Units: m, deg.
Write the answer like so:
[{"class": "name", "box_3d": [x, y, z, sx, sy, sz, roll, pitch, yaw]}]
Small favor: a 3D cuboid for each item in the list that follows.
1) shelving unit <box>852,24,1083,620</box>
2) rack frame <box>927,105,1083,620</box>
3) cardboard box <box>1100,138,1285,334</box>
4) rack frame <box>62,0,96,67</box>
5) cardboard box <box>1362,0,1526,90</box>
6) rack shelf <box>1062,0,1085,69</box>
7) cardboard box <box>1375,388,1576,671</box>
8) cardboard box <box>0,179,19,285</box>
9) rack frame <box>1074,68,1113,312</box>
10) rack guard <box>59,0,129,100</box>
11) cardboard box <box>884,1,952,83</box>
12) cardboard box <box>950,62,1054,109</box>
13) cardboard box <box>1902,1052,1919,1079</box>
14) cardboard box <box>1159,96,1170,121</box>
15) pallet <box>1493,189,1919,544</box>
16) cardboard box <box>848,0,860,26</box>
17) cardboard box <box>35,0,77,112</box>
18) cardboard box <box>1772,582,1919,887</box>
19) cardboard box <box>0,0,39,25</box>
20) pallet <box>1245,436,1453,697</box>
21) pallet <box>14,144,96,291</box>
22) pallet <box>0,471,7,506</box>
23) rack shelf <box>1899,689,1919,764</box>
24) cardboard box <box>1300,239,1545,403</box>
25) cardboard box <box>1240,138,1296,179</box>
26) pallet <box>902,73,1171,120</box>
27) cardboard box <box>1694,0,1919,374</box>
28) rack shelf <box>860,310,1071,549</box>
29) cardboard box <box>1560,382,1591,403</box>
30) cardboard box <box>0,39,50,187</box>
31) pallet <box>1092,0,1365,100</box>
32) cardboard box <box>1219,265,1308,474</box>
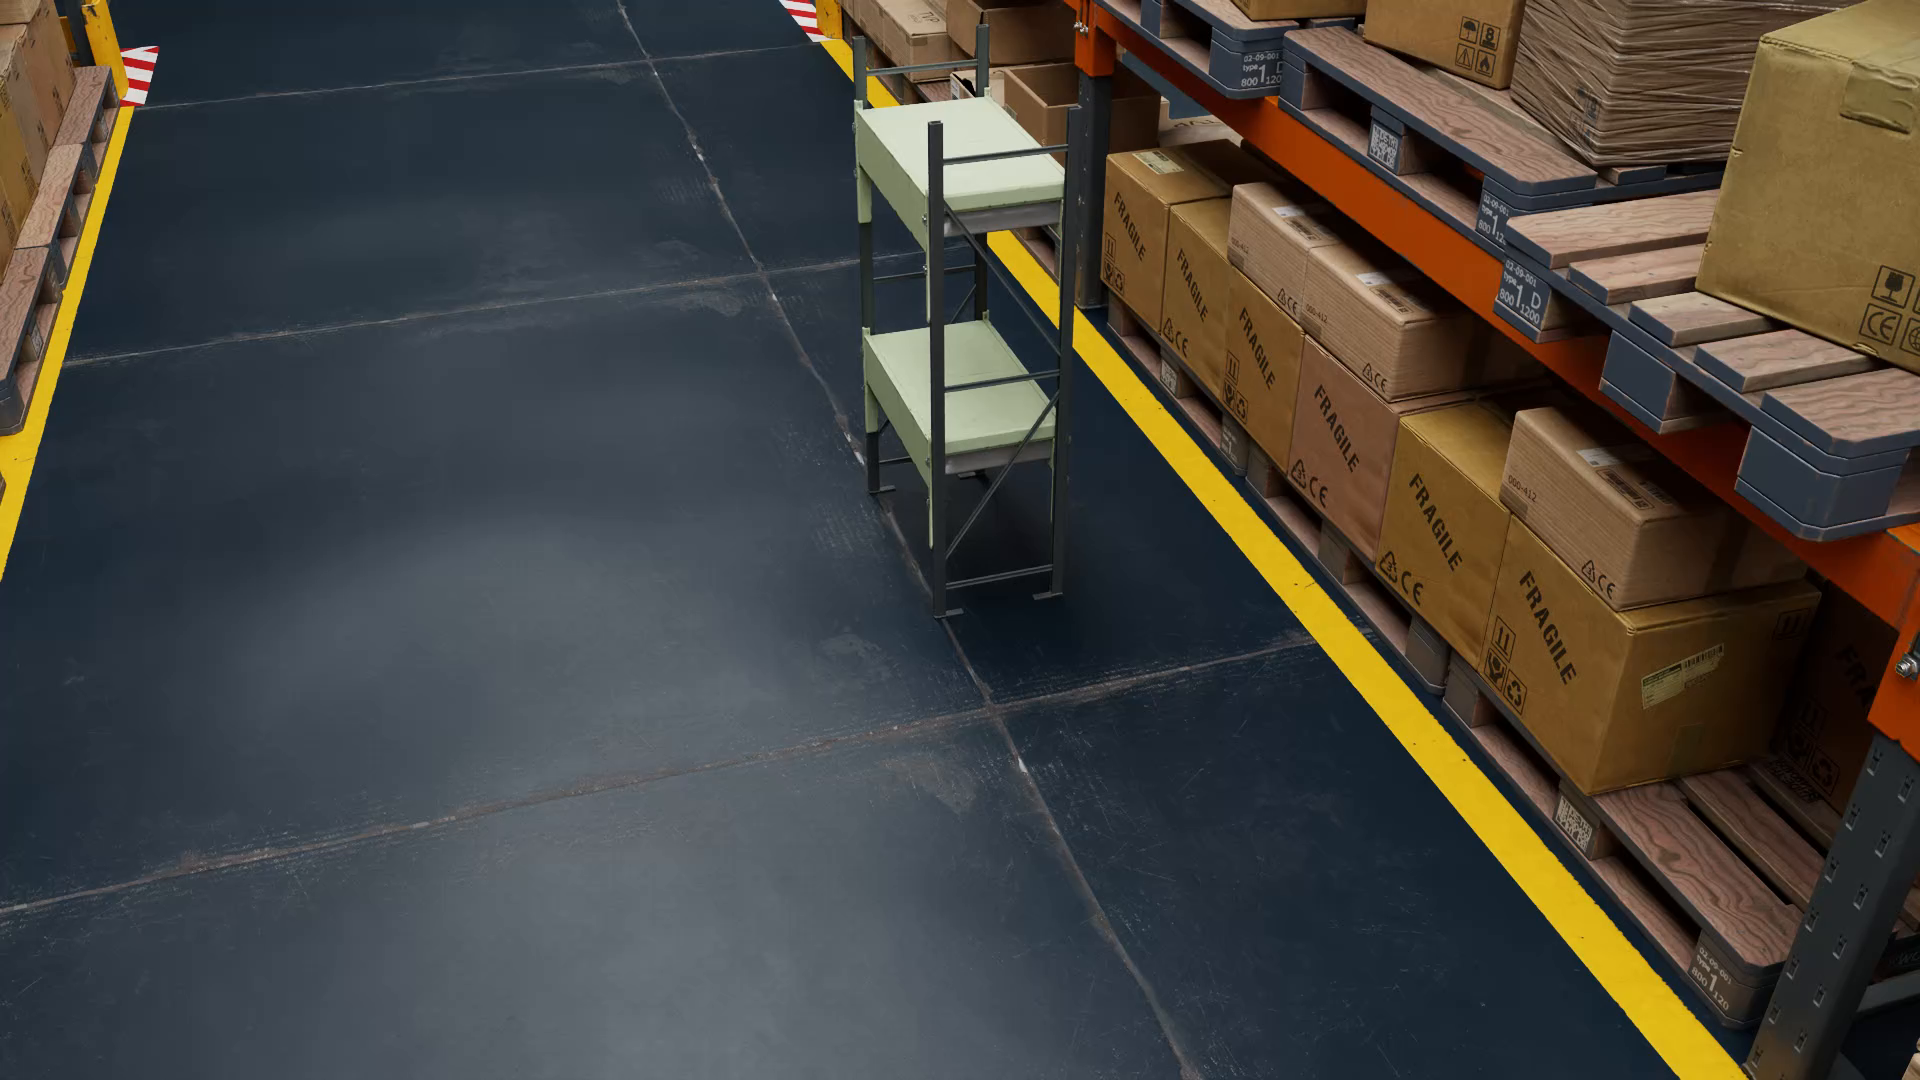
[{"class": "shelving unit", "box_3d": [0.002, -0.622, 4.831, 0.431, 1.500, 0.755, -10, 35, -15]}, {"class": "rack frame", "box_3d": [0.114, -0.430, 4.540, 0.400, 1.500, 0.023, -10, 35, -15]}, {"class": "cardboard box", "box_3d": [0.854, -1.121, 6.094, 0.500, 0.500, 0.500, -12, 35, -17]}, {"class": "rack frame", "box_3d": [-4.998, -3.541, 7.887, 1.000, 3.000, 0.127, -10, 35, -15]}, {"class": "cardboard box", "box_3d": [1.537, -1.575, 4.441, 0.700, 0.500, 0.500, -19, 38, -27]}, {"class": "rack shelf", "box_3d": [0.329, -3.025, 7.760, 1.077, 0.370, 4.000, -10, 35, -15]}, {"class": "cardboard box", "box_3d": [1.493, -0.039, 4.457, 0.500, 0.500, 0.500, -11, 35, -16]}, {"class": "cardboard box", "box_3d": [-4.058, -1.247, 6.303, 0.700, 0.500, 0.500, -10, 35, -15]}, {"class": "rack frame", "box_3d": [0.939, -2.276, 5.973, 1.000, 3.000, 0.127, -10, 35, -15]}, {"class": "rack guard", "box_3d": [-5.005, -2.510, 8.596, 1.175, 0.500, 0.348, -10, 35, -15]}, {"class": "cardboard box", "box_3d": [-0.081, -2.554, 8.489, 0.500, 0.250, 0.500, -10, 35, -15]}, {"class": "cardboard box", "box_3d": [0.266, -1.983, 7.569, 0.500, 0.311, 0.500, -10, 35, -15]}, {"class": "cardboard box", "box_3d": [2.039, 1.121, 2.946, 0.500, 0.250, 0.500, -10, 35, -15]}, {"class": "cardboard box", "box_3d": [0.743, -1.986, 7.706, 0.380, 0.166, 0.250, -10, 35, -15]}, {"class": "pallet", "box_3d": [1.885, -0.439, 3.368, 1.213, 0.211, 1.003, -10, 35, -15]}, {"class": "cardboard box", "box_3d": [-0.405, -2.968, 9.192, 0.380, 0.166, 0.250, -10, 35, -15]}, {"class": "cardboard box", "box_3d": [-4.689, -2.322, 7.930, 0.700, 0.500, 0.500, -10, 35, -15]}, {"class": "cardboard box", "box_3d": [2.292, 0.397, 3.797, 0.500, 0.500, 0.500, -9, 34, -13]}, {"class": "cardboard box", "box_3d": [-4.398, -2.422, 7.493, 0.380, 0.149, 0.250, -9, 35, -13]}, {"class": "pallet", "box_3d": [1.599, -0.050, 5.134, 1.003, 0.211, 1.213, -10, 35, -15]}, {"class": "pallet", "box_3d": [-4.311, -1.331, 7.073, 1.003, 0.211, 1.213, -10, 35, -15]}, {"class": "pallet", "box_3d": [-3.470, 0.115, 4.884, 1.003, 0.211, 1.213, -10, 35, -15]}, {"class": "rack shelf", "box_3d": [2.769, 1.175, 1.404, 1.077, 0.370, 4.000, -10, 35, -15]}, {"class": "cardboard box", "box_3d": [1.313, -0.646, 4.695, 0.500, 0.250, 0.500, -11, 35, -16]}, {"class": "cardboard box", "box_3d": [1.362, -1.205, 6.222, 0.500, 0.500, 0.500, -10, 35, -15]}, {"class": "pallet", "box_3d": [0.354, -2.114, 8.259, 1.003, 0.211, 1.213, -10, 35, -15]}, {"class": "cardboard box", "box_3d": [1.860, -0.704, 3.123, 0.700, 0.500, 0.500, -23, 40, -30]}, {"class": "rack shelf", "box_3d": [0.002, -0.350, 5.011, 0.431, 0.370, 0.720, -10, 35, -15]}, {"class": "cardboard box", "box_3d": [1.979, -0.141, 4.611, 0.500, 0.500, 0.500, -10, 35, -15]}, {"class": "cardboard box", "box_3d": [-4.382, -1.796, 7.133, 0.700, 0.500, 0.500, -11, 35, -16]}, {"class": "pallet", "box_3d": [1.079, -1.758, 5.363, 1.003, 0.211, 1.213, -10, 35, -15]}, {"class": "cardboard box", "box_3d": [1.173, -0.579, 5.274, 0.500, 0.500, 0.500, -10, 35, -14]}]
